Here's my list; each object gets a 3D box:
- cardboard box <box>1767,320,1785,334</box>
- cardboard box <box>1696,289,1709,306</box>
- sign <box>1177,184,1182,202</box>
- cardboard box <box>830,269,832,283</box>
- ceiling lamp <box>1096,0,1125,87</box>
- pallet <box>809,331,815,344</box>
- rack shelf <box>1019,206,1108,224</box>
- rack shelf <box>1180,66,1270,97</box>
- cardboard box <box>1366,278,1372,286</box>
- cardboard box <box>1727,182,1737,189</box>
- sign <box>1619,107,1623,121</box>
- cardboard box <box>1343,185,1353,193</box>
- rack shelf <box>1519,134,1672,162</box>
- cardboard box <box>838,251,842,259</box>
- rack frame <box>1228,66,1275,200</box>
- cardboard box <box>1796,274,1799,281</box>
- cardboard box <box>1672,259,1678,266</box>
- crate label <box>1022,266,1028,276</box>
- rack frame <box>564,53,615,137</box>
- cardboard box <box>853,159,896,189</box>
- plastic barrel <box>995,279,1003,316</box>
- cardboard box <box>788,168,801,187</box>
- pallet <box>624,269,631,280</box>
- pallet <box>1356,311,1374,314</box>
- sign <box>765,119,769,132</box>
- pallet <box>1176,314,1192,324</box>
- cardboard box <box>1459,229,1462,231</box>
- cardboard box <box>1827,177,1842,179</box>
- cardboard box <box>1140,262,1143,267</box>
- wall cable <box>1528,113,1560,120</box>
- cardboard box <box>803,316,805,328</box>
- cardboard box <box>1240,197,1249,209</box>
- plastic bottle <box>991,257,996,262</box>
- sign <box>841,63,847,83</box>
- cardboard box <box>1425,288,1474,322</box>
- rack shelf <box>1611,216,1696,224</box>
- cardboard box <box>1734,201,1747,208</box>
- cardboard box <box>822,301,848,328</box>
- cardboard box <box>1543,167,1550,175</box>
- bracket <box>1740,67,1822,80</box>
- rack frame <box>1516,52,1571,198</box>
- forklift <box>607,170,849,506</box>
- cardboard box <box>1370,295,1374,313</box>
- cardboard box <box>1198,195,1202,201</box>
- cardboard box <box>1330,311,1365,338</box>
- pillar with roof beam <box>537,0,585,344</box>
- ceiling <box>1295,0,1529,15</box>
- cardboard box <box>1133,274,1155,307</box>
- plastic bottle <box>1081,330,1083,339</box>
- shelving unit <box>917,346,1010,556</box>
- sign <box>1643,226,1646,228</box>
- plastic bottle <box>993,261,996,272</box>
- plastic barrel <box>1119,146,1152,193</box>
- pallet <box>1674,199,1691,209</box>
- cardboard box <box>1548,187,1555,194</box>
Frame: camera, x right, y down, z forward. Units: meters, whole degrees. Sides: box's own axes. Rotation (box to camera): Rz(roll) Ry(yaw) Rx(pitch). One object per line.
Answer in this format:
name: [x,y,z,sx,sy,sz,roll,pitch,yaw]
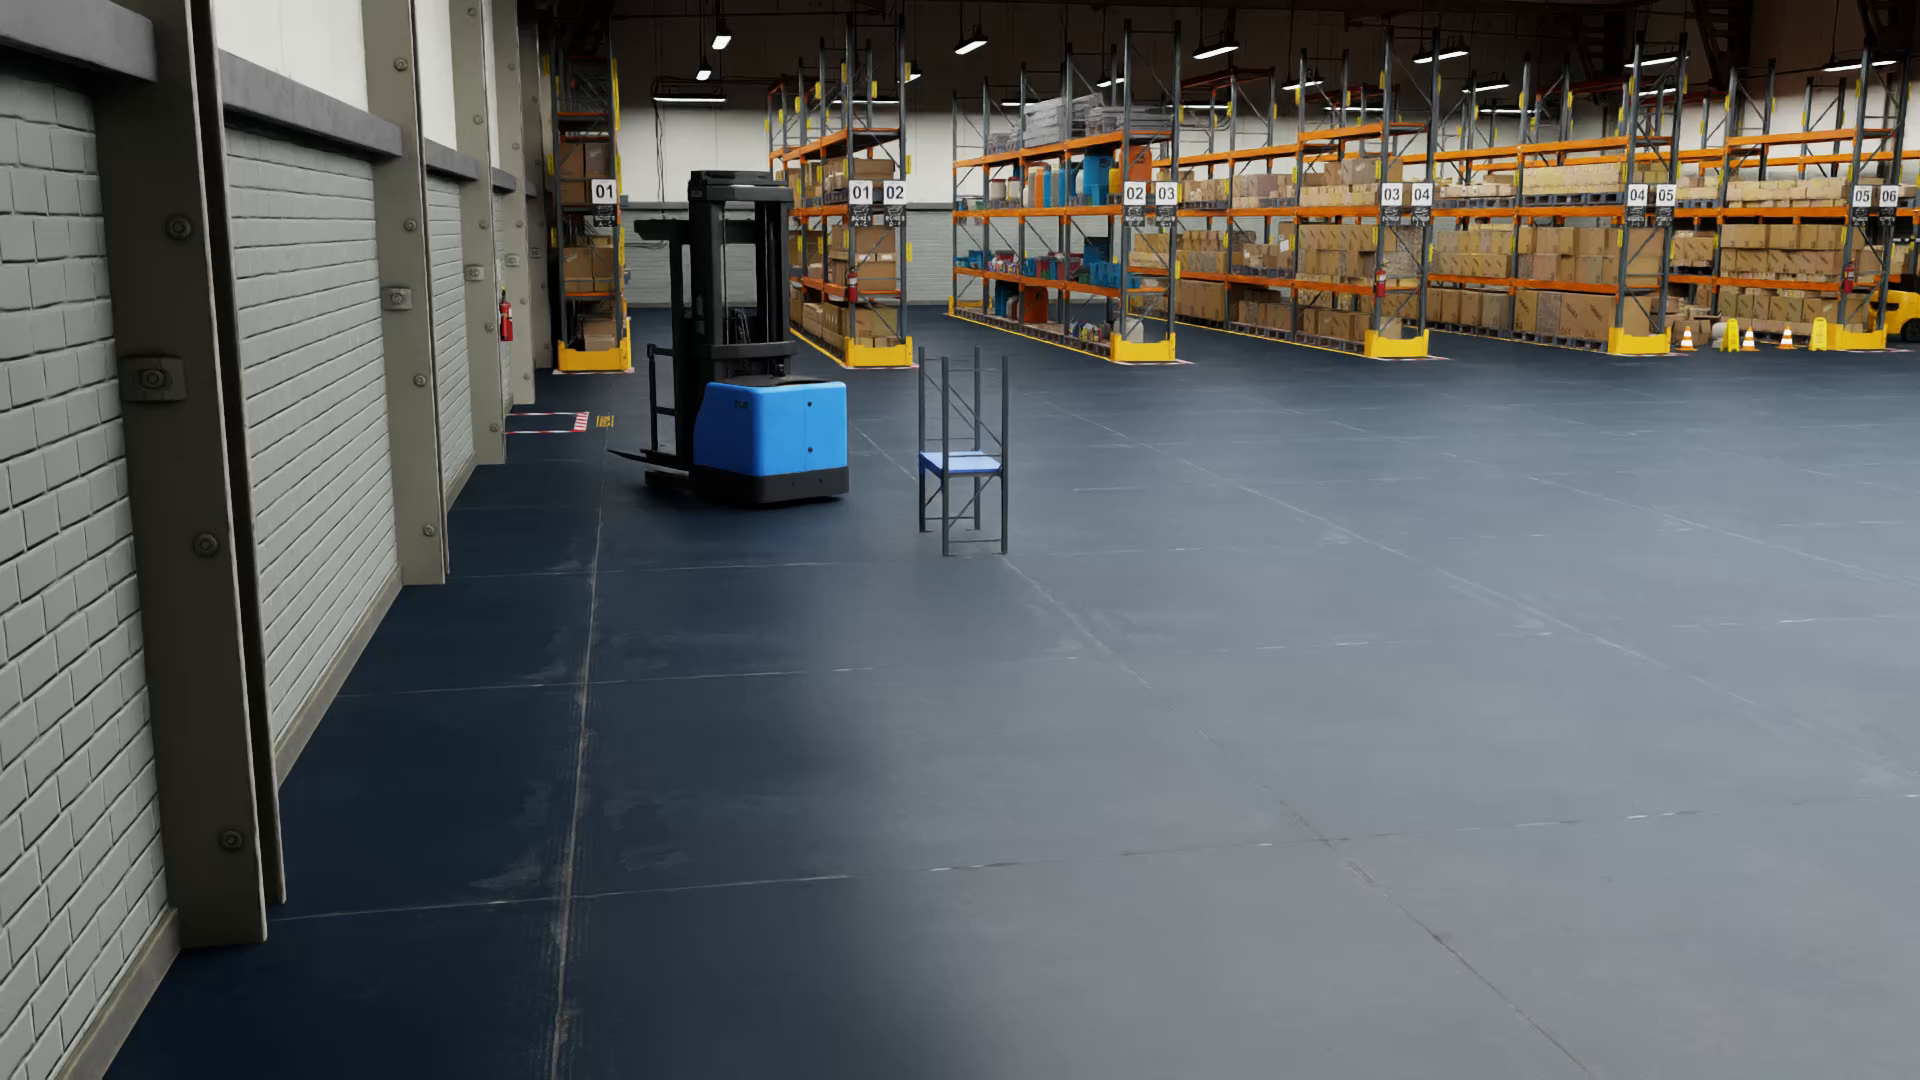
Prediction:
cardboard box: [17.371,-4.490,34.993,0.500,0.250,0.500,-3,11,-13]
cardboard box: [20.400,-6.568,45.244,0.500,0.500,0.500,-2,11,-9]
sign: [3.953,-6.261,30.024,0.100,0.325,0.005,-2,11,-11]
cardboard box: [-2.363,-5.333,33.596,0.500,0.250,0.500,-1,11,-7]
ceiling lamp: [3.987,-12.728,40.391,0.800,3.185,2.000,-2,11,-11]
pallet: [-2.647,-4.306,35.257,1.003,0.211,1.213,-2,11,-11]
rack shelf: [2.246,-6.985,35.772,1.077,0.370,4.000,-2,11,-11]
rack shelf: [6.326,-11.005,39.982,1.077,0.370,4.000,-2,11,-11]
cardboard box: [7.965,-4.911,31.650,0.380,0.149,0.250,-2,11,-11]
cardboard box: [16.955,-7.710,36.201,0.380,0.149,0.250,-2,11,-12]
sign: [15.893,-10.235,39.980,0.100,0.325,0.005,-2,11,-11]
cardboard box: [7.665,-6.818,32.310,0.380,0.149,0.250,-3,11,-14]
rack shelf: [12.767,-7.870,33.471,1.077,0.370,4.000,-2,11,-11]
cardboard box: [-2.108,-5.393,31.509,0.380,0.149,0.250,-2,11,-13]
rack frame: [6.715,-9.358,38.298,1.000,3.000,0.127,-2,11,-11]
cardboard box: [17.531,-5.430,34.377,0.380,0.149,0.250,-2,11,-10]
cardboard box: [16.659,-6.393,38.311,0.380,0.149,0.250,-2,11,-11]
crate label: [1.571,-6.058,37.451,0.303,0.233,0.416,-2,11,-11]
rack frame: [-7.861,-8.818,35.459,1.000,3.000,0.127,-2,11,-11]
cardboard box: [-1.554,-6.489,29.473,0.797,0.503,0.637,-1,11,-7]
plastic barrel: [1.168,-6.040,41.397,0.600,0.901,0.708,-2,11,-11]
cardboard box: [-3.912,-8.887,40.902,0.700,0.500,0.500,-2,11,-11]
pallet: [-7.618,-5.650,35.371,1.213,0.211,1.003,-2,11,-11]
pallet: [10.975,-5.794,43.075,1.003,0.211,1.213,-2,11,-11]
sign: [-5.091,-10.944,43.920,0.100,0.325,0.005,-2,11,-11]
pallet: [6.161,-5.636,42.245,1.003,0.211,1.213,-2,11,-11]
cardboard box: [14.694,-8.681,47.842,0.500,0.500,0.500,-2,11,-12]
cardboard box: [21.402,-8.500,40.154,0.700,0.500,0.500,-2,11,-12]
cardboard box: [5.107,-7.490,45.196,0.380,0.149,0.250,-2,11,-12]
wall cable: [19.906,-15.181,54.016,2.988,3.039,0.133,-2,11,-11]
cardboard box: [-3.189,-4.801,36.627,0.500,0.250,0.500,-2,11,-11]
cardboard box: [6.657,-7.622,37.596,0.500,0.250,0.500,-2,11,-10]
plastic bottle: [0.837,-6.857,41.332,0.144,0.351,0.185,-2,11,-11]
sign: [-1.981,-8.012,28.515,0.100,0.325,0.005,-2,11,-11]
cardboard box: [11.631,-5.559,39.276,1.050,0.750,0.750,-2,11,-12]
rack shelf: [20.137,-9.174,47.273,1.077,0.370,4.000,-2,11,-11]
cardboard box: [17.028,-7.272,36.030,0.380,0.149,0.250,-2,11,-11]
cardboard box: [-2.441,-4.446,32.757,0.500,0.500,0.500,-2,11,-11]
cardboard box: [12.265,-7.618,34.325,0.380,0.149,0.250,-2,11,-12]
bracket: [21.512,-11.998,42.538,0.076,0.066,4.783,-2,11,-11]
rack frame: [12.378,-8.787,35.294,1.000,3.000,0.127,-2,11,-11]
forklift: [-2.340,-1.959,15.650,1.130,2.935,3.031,-9,14,-39]
cardboard box: [10.810,-6.043,42.486,0.500,0.500,0.500,-2,11,-8]
cardboard box: [6.080,-8.423,40.954,0.380,0.149,0.250,-3,11,-13]
cardboard box: [7.849,-4.365,33.672,0.500,0.500,0.500,-3,11,-16]
pillar with roof beam: [-4.234,-8.705,34.864,9.100,9.000,0.548,-2,11,-11]
ceiling: [13.914,-16.086,49.575,6.000,0.001,6.000,-2,11,-11]
cardboard box: [5.362,-6.927,46.126,0.875,0.875,0.875,-2,11,-11]
plastic bottle: [2.454,-4.089,32.963,0.097,0.201,0.097,0,11,0]
shelving unit: [0.017,-0.721,12.974,0.538,1.500,1.048,-2,11,-11]
sign: [20.297,-9.161,49.362,0.100,0.325,0.005,-2,11,-11]
plastic bottle: [0.862,-6.714,40.791,0.097,0.271,0.097,0,11,0]
plastic barrel: [3.194,-6.739,30.288,0.600,0.830,0.708,-2,11,-11]
pallet: [16.994,-7.727,38.249,1.213,0.211,1.003,-2,11,-11]
cardboard box: [12.315,-7.179,34.153,0.380,0.149,0.250,-2,11,-12]
